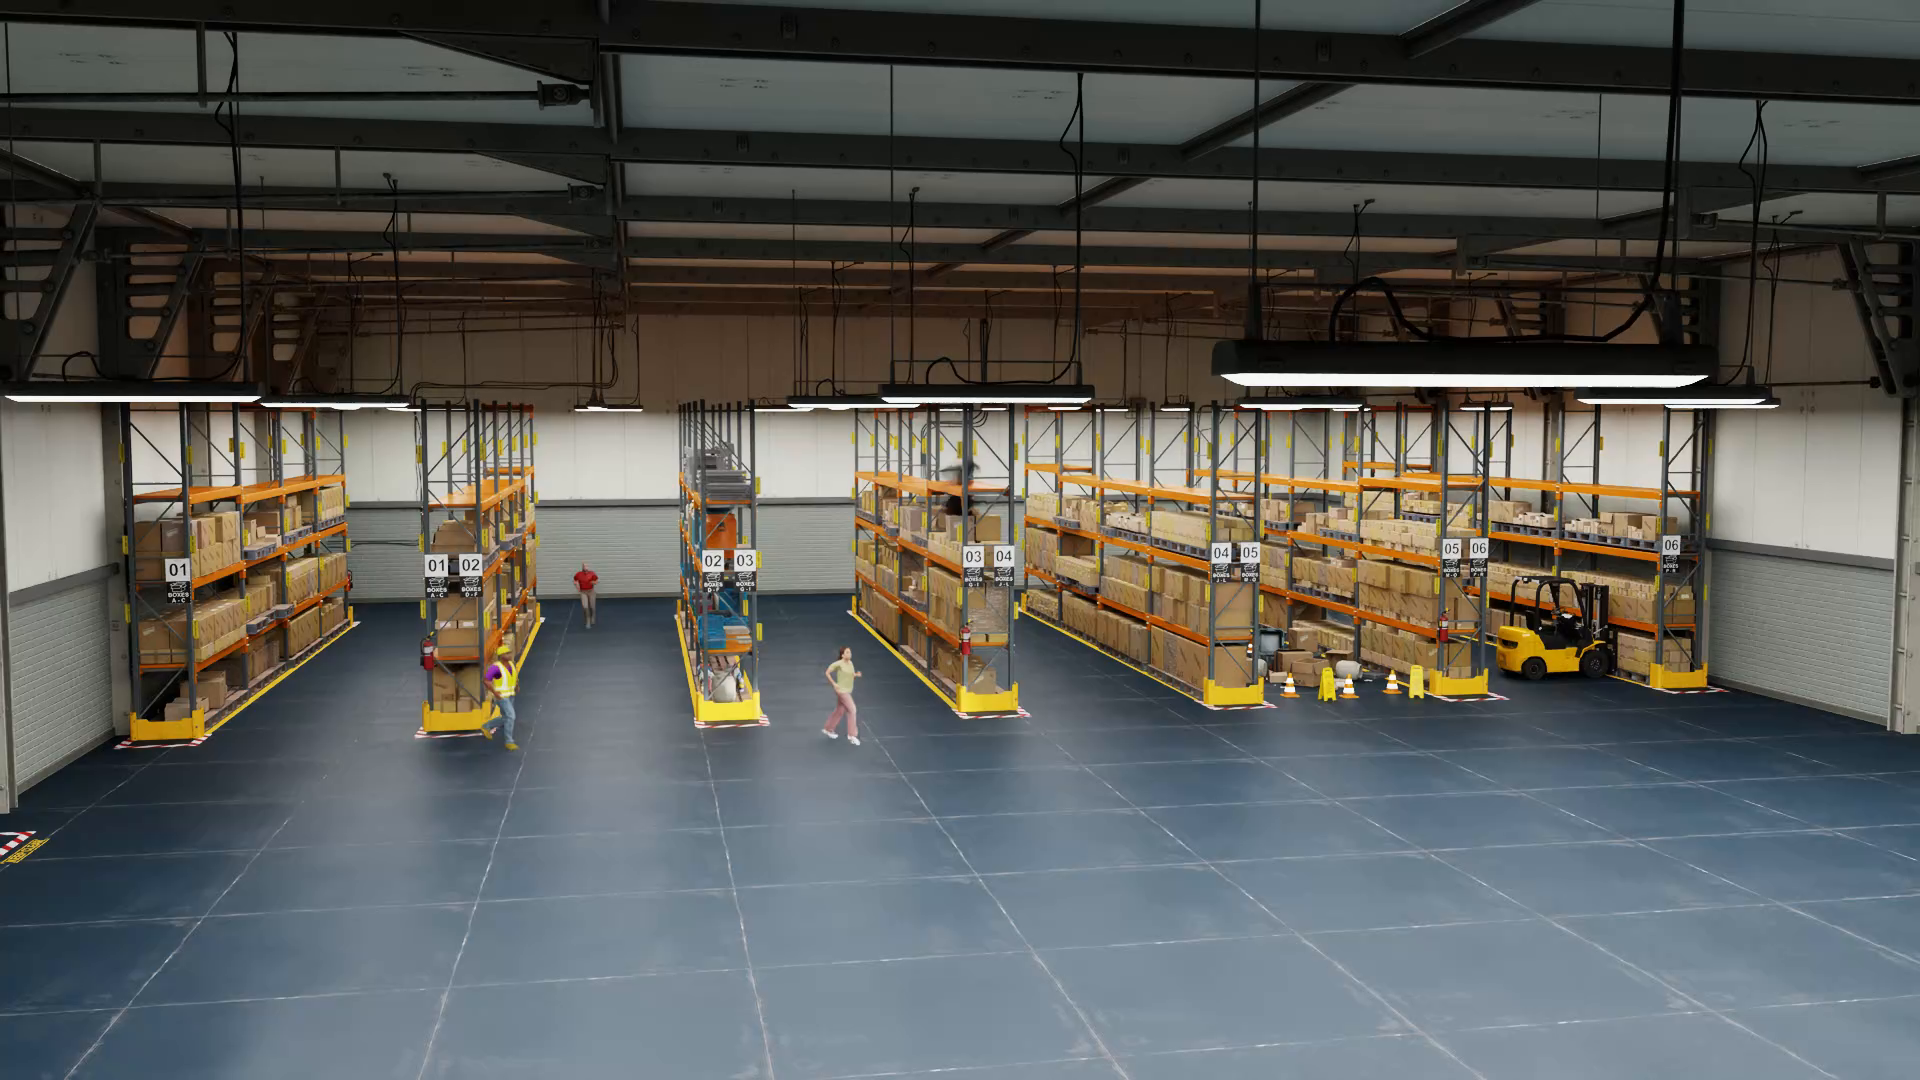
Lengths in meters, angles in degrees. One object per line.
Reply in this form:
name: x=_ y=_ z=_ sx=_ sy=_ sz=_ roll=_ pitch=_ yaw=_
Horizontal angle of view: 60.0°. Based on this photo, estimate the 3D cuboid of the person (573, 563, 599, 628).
person: x=-10.063 y=1.503 z=44.821 sx=0.659 sy=1.804 sz=0.756 roll=-1 pitch=5 yaw=-17

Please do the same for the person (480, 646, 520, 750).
person: x=-7.889 y=2.691 z=28.585 sx=0.828 sy=1.771 sz=0.716 roll=1 pitch=5 yaw=18

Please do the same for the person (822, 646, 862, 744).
person: x=-2.045 y=2.700 z=29.103 sx=0.793 sy=1.725 sz=0.549 roll=2 pitch=5 yaw=23
